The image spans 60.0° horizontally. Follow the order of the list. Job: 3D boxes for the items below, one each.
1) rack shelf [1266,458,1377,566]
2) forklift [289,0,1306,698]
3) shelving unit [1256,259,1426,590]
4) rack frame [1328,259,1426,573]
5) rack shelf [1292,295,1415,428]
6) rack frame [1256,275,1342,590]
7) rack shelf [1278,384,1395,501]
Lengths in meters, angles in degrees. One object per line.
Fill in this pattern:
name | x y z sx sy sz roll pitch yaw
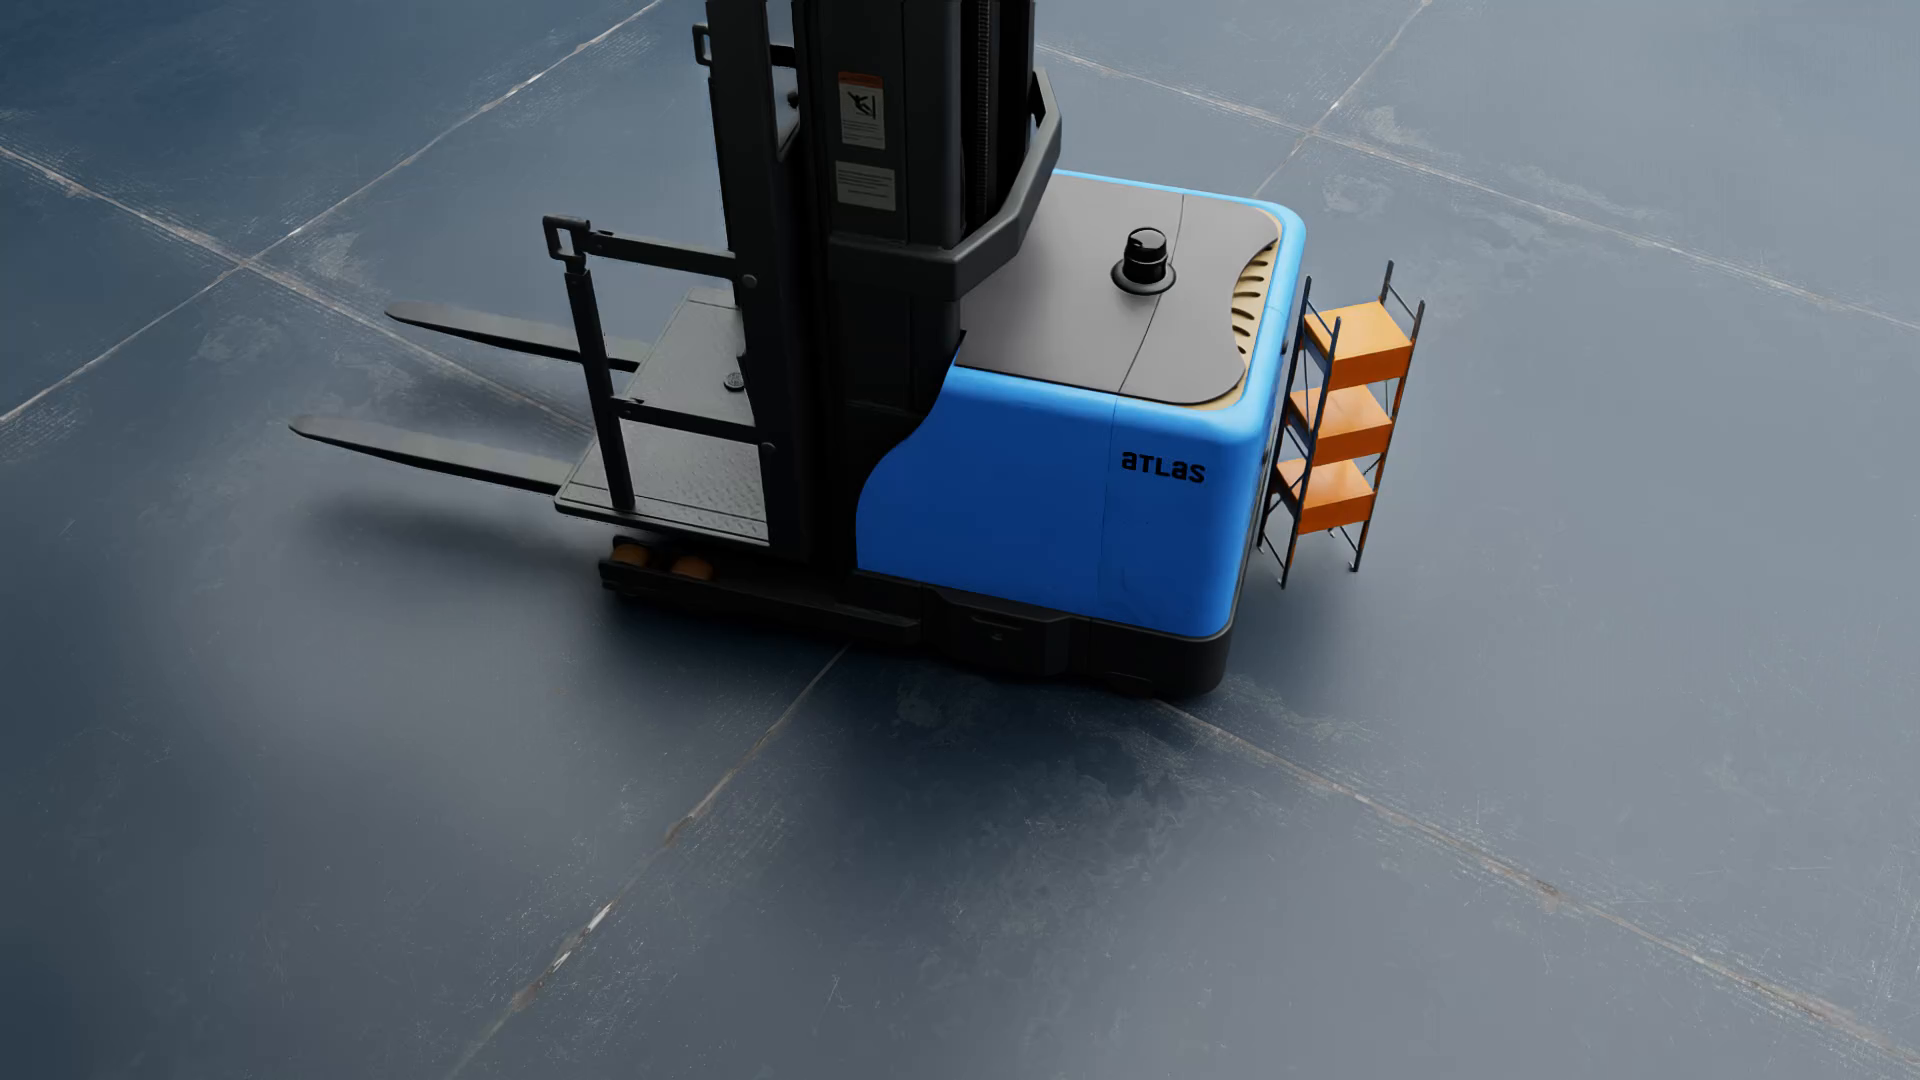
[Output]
rack shelf | 1.082 -0.106 5.022 0.240 0.259 0.215 -12 47 -12
forklift | -0.591 -1.164 4.337 3.031 2.935 1.130 11 47 11
shelving unit | 1.083 -0.306 4.815 0.252 1.050 0.215 -12 47 -12
rack frame | 1.200 -0.331 4.839 0.008 1.050 0.200 -12 47 -12
rack shelf | 1.083 -0.496 4.618 0.240 0.259 0.215 -12 47 -12
rack frame | 0.966 -0.281 4.790 0.008 1.050 0.200 -12 47 -12
rack shelf | 1.083 -0.299 4.822 0.240 0.259 0.215 -12 47 -12
